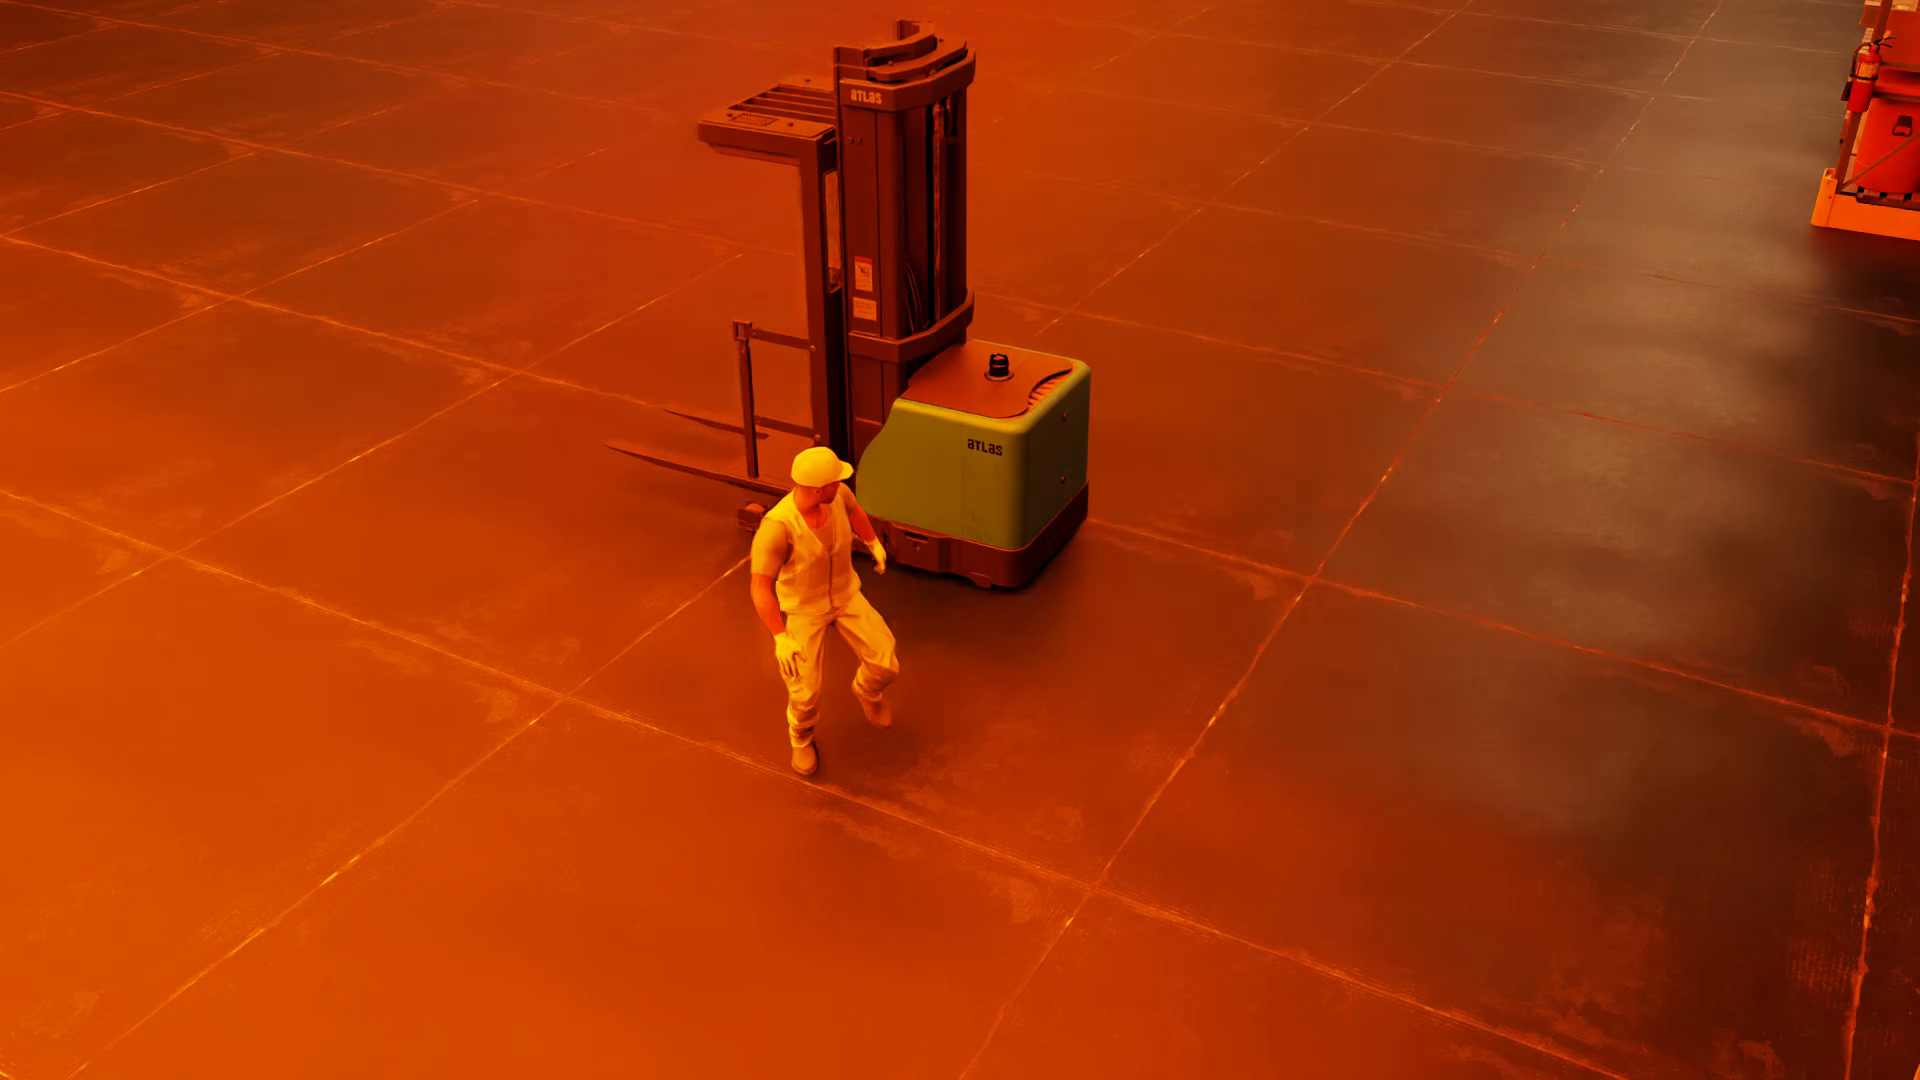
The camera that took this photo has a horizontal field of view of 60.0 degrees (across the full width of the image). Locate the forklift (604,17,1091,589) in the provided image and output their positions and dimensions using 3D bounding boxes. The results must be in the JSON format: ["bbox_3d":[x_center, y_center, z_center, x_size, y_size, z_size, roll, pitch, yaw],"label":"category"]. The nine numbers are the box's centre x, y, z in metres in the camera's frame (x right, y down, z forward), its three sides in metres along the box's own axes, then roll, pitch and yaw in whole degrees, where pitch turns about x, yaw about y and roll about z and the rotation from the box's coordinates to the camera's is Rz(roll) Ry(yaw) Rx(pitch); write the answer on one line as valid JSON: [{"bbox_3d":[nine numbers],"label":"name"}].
[{"bbox_3d":[-0.775,-1.496,9.663,3.031,2.935,1.130,14,33,23],"label":"forklift"}]

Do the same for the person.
[{"bbox_3d":[-0.607,0.305,7.810,0.831,1.676,0.620,-16,34,-26],"label":"person"}]
